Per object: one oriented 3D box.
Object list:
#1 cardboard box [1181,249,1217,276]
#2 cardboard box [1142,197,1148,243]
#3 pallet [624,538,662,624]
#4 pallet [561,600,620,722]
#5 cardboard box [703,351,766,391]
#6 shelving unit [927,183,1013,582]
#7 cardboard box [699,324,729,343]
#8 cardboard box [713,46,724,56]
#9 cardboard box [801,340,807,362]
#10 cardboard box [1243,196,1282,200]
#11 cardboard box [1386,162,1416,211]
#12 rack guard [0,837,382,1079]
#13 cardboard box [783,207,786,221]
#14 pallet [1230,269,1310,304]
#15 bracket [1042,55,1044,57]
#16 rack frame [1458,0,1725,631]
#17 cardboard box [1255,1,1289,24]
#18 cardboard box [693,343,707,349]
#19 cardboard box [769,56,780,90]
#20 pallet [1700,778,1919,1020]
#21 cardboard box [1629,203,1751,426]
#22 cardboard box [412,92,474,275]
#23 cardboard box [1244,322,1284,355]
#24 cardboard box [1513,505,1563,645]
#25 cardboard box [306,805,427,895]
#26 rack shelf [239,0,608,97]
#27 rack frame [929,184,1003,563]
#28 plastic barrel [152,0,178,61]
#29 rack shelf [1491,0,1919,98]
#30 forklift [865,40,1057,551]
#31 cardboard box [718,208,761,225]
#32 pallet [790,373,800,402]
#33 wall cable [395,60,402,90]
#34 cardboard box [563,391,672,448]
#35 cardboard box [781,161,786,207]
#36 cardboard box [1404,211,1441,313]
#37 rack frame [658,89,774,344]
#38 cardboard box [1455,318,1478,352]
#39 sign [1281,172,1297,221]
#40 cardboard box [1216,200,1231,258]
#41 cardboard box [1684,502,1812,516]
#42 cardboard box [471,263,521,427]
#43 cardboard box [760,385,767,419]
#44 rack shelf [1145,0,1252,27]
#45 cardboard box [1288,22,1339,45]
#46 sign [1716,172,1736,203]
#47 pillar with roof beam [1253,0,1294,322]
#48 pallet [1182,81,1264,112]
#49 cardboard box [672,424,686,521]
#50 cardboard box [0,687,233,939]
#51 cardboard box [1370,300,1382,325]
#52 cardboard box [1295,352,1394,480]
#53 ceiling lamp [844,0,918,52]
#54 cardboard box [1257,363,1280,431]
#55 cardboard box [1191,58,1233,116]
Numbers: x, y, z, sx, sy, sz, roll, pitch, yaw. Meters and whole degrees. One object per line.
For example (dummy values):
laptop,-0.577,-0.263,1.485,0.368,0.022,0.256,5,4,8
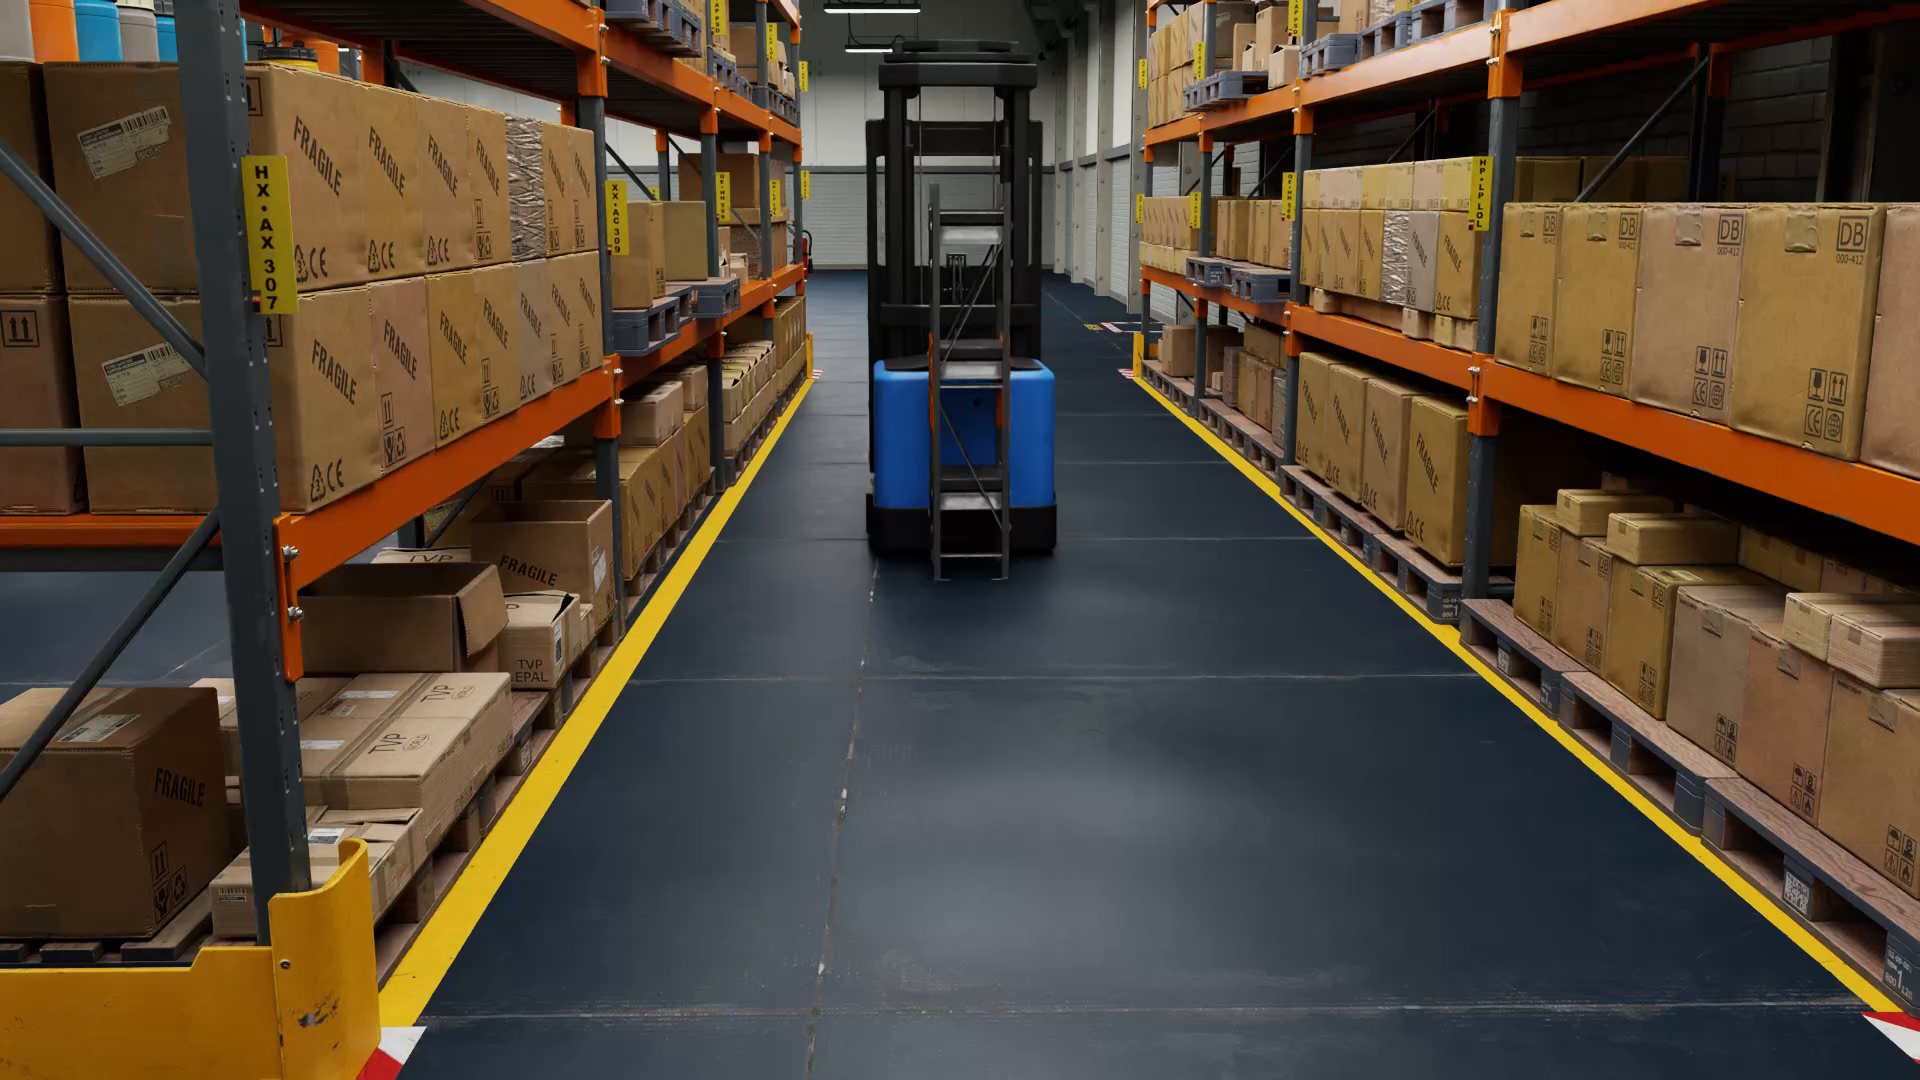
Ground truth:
cardboard box,2.401,-2.647,15.890,0.500,0.250,0.500,0,11,-1
cardboard box,2.340,-3.621,18.803,0.500,0.500,0.500,0,11,-1
pallet,-2.129,0.199,8.550,1.003,0.211,1.213,0,11,-1
pallet,-2.061,0.497,7.081,1.003,0.211,1.213,0,11,-1
cardboard box,-1.919,-1.448,14.101,0.500,0.311,0.500,0,11,-1
shelving unit,0.047,-0.855,8.992,0.431,2.100,0.503,-1,11,-3
cardboard box,-2.466,-2.013,16.412,0.500,0.500,0.500,0,11,-1
cardboard box,-2.222,-3.968,13.848,0.500,0.250,0.500,-1,12,-7
cardboard box,-2.015,-2.145,18.947,0.500,0.250,0.500,0,11,-1
cardboard box,2.912,-3.016,15.822,0.500,0.500,0.500,-1,11,-2
cardboard box,2.602,-1.895,8.918,0.500,0.250,0.500,0,11,0
rack guard,-1.993,0.998,3.880,1.175,0.500,0.348,0,11,-1
cardboard box,-2.111,-3.581,18.283,0.380,0.149,0.250,0,11,-2
pallet,2.675,-1.870,12.215,1.213,0.211,1.003,0,11,-1
bracket,2.490,-14.380,49.253,0.076,0.066,3.189,0,11,-1
rack frame,2.879,-1.028,7.581,1.000,3.000,0.127,0,11,-1
cardboard box,2.989,-4.735,15.496,0.500,0.500,0.500,0,11,0
cardboard box,-2.480,-1.647,15.081,0.500,0.311,0.500,0,11,-1
cardboard box,-1.997,-4.506,15.998,0.500,0.311,0.500,-1,12,-4
pallet,2.867,0.975,4.720,1.003,0.211,1.213,0,11,-1
cardboard box,2.908,-0.777,5.591,0.980,0.700,0.700,-1,11,-4
cardboard box,-1.761,-1.043,4.890,0.500,0.500,0.500,0,11,0
cardboard box,2.758,-1.742,14.397,0.500,0.250,0.500,0,11,-2
cardboard box,2.792,0.141,7.053,0.700,0.500,0.500,0,11,0
cardboard box,-1.661,0.827,4.457,0.380,0.166,0.250,0,11,-1
rack shelf,-2.033,-1.727,5.290,1.077,0.370,4.000,0,11,-1
rack frame,0.033,-0.903,9.231,0.400,2.100,0.015,-1,11,-3
plastic barrel,-6.964,-4.193,14.377,0.600,0.901,0.708,0,11,-1
rack shelf,2.920,-1.748,5.394,1.077,0.370,4.000,0,11,-1
forklift,-0.050,-1.615,10.646,1.130,2.935,3.031,-1,11,-3
cardboard box,-2.051,-3.018,15.508,0.380,0.149,0.250,0,11,-1
pallet,-2.242,-1.632,17.571,1.003,0.211,1.213,0,11,-1
wall cable,-17.850,-14.345,49.582,2.305,6.003,0.169,0,11,-1
cardboard box,-1.861,-0.661,9.066,0.500,0.250,0.500,0,11,-1
cardboard box,-2.324,-3.973,18.586,0.700,0.500,0.500,0,11,-1
cardboard box,2.597,-1.424,8.486,0.500,0.500,0.500,0,11,-1
rack frame,-2.239,-2.597,15.315,1.000,3.000,0.127,0,11,-1
cardboard box,2.589,-0.980,7.929,0.380,0.149,0.250,0,11,-1
sign,2.254,-2.347,11.372,0.100,0.325,0.005,0,11,-1
cardboard box,2.690,-2.781,14.866,0.700,0.500,0.500,0,11,-1
cardboard box,3.006,-0.050,6.360,0.380,0.149,0.250,-1,11,-3
cardboard box,-1.769,-0.651,5.475,0.500,0.500,0.500,0,11,0
cardboard box,-1.921,-1.172,14.149,0.500,0.250,0.500,0,11,0
rack shelf,2.672,-5.601,16.854,1.077,0.370,4.000,0,11,-1
cardboard box,2.862,-3.611,12.461,0.797,0.503,0.637,1,12,7
sign,3.433,-1.493,7.499,0.100,0.325,0.005,0,11,-1
pillar with roof beam,-0.794,-6.200,17.986,9.100,9.000,0.400,0,11,-1
pallet,2.620,-3.873,14.533,1.213,0.211,1.003,0,11,-1
cardboard box,-1.875,-0.400,9.668,0.500,0.500,0.500,-1,11,-3
cardboard box,-2.249,0.691,4.290,0.500,0.500,0.500,0,11,-1
cardboard box,2.614,-1.338,9.693,0.380,0.149,0.250,0,11,-1
cardboard box,2.680,-0.828,10.949,0.750,0.750,0.750,0,11,-2
ceiling lamp,-1.990,-14.253,43.001,2.000,3.185,0.800,0,11,-1
cardboard box,2.796,-1.158,13.402,0.700,0.500,0.500,0,11,-1
cardboard box,2.456,-4.247,15.601,0.500,0.500,0.500,0,11,0
